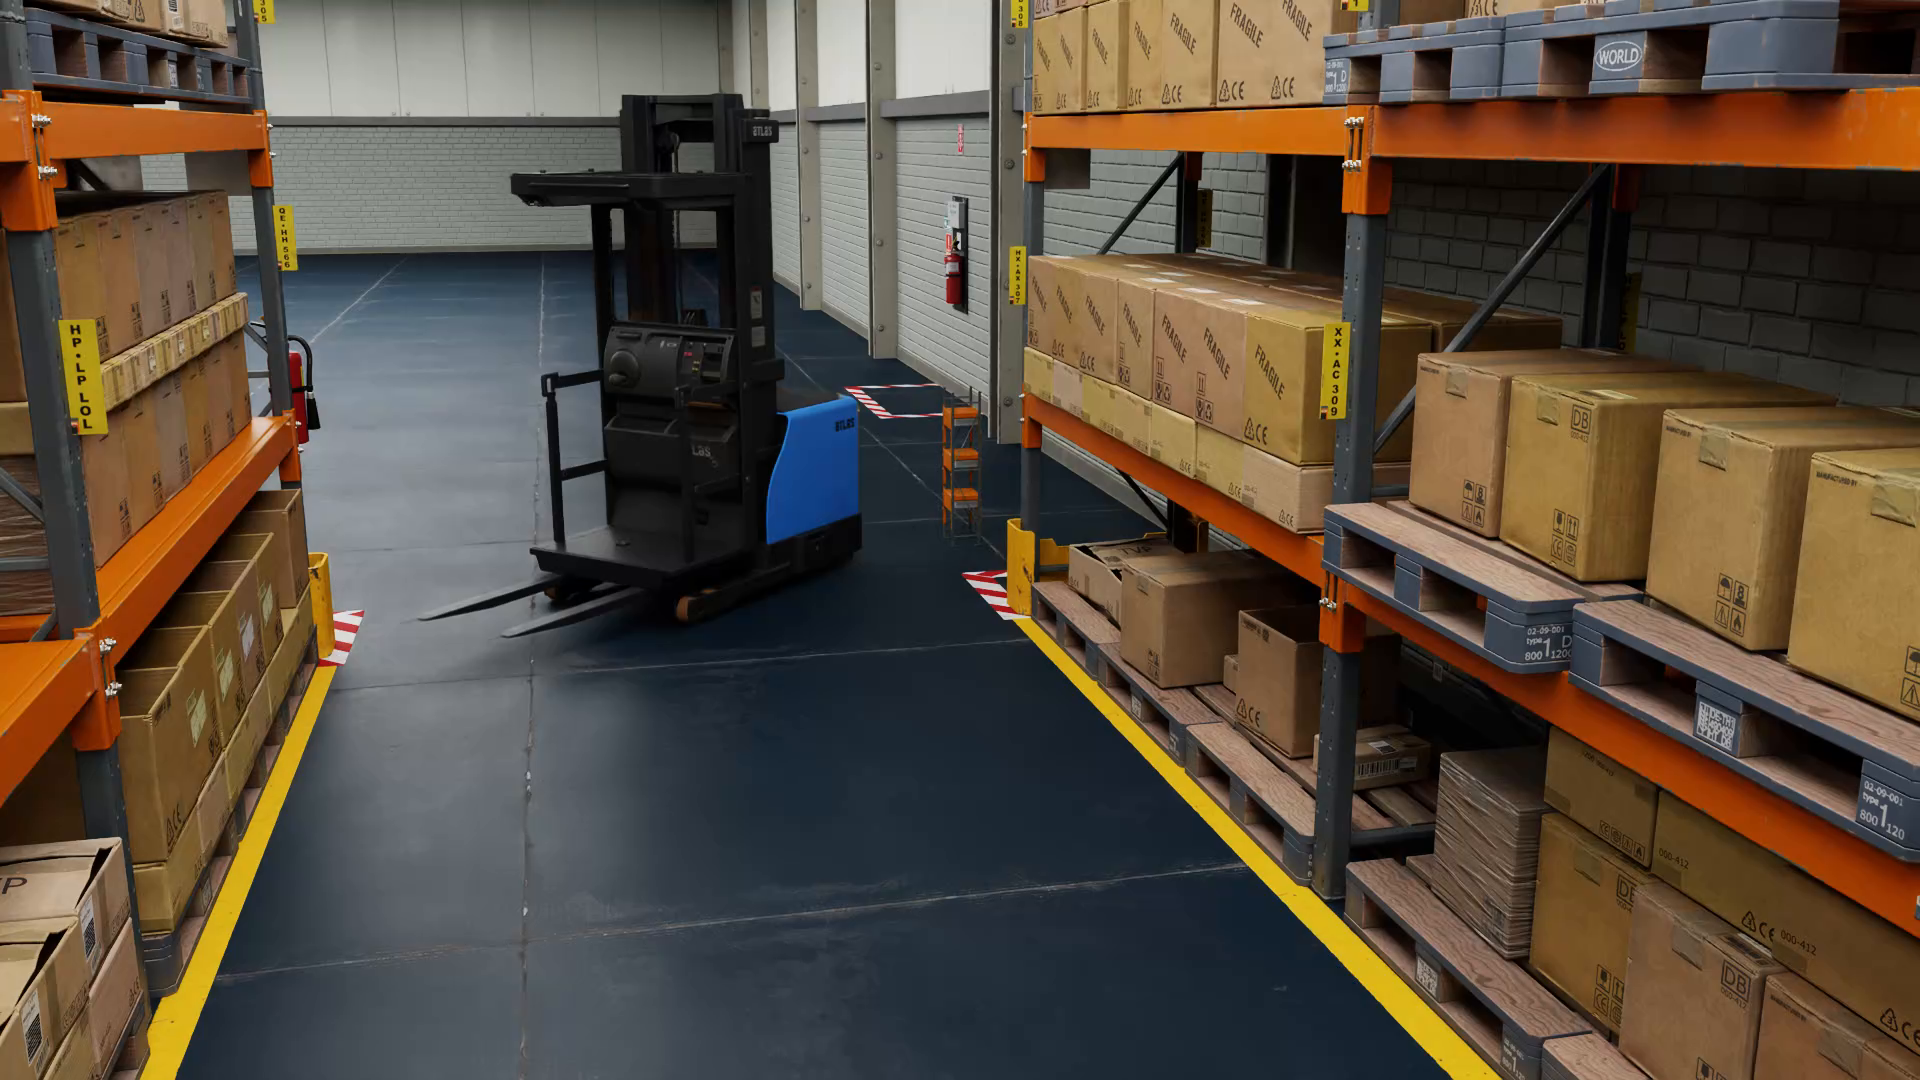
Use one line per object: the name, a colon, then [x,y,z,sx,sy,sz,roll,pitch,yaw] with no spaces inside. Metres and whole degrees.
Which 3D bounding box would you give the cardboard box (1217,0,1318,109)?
cardboard box: [1.331,-1.917,6.382,0.500,0.500,0.500,-5,14,-18]

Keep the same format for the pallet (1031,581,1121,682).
pallet: [1.031,0.457,9.113,1.003,0.211,1.213,-3,14,-13]

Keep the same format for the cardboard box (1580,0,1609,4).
cardboard box: [1.991,-1.527,4.340,0.500,0.311,0.500,-3,14,-11]

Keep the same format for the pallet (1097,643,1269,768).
pallet: [1.314,0.738,7.963,1.003,0.211,1.213,-3,14,-13]

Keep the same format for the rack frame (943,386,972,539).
rack frame: [-0.016,-0.526,11.367,0.200,1.050,0.008,-3,14,-13]

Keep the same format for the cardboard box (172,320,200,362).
cardboard box: [-3.377,-0.815,6.866,0.380,0.149,0.250,-3,14,-12]

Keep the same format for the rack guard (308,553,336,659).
rack guard: [-3.963,0.381,8.814,1.175,0.500,0.348,-3,14,-13]

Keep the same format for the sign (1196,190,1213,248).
sign: [1.401,-1.847,9.561,0.100,0.325,0.005,-3,14,-13]

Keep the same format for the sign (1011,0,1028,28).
sign: [0.329,-2.956,9.045,0.100,0.325,0.005,-3,14,-13]

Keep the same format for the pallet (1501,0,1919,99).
pallet: [2.084,-1.160,3.932,1.213,0.211,1.003,-3,14,-13]

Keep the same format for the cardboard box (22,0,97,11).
cardboard box: [-2.880,-1.814,4.819,0.500,0.500,0.500,-2,14,-9]

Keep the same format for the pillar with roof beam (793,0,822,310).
pillar with roof beam: [-6.550,-7.818,24.467,9.100,9.000,0.400,-3,14,-13]

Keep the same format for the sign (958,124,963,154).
sign: [0.004,-4.081,16.928,0.001,0.298,0.199,-3,14,-13]

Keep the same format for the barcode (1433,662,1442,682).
barcode: [1.902,0.525,6.623,0.001,0.075,0.075,-3,14,-13]

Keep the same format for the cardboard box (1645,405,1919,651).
cardboard box: [2.192,-0.045,4.155,0.700,0.500,0.500,-1,14,-5]

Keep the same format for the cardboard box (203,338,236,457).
cardboard box: [-3.732,-0.647,7.545,0.700,0.500,0.500,-3,14,-12]

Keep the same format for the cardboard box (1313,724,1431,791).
cardboard box: [1.641,0.859,6.634,0.380,0.166,0.250,-5,15,-21]

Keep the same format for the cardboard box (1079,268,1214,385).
cardboard box: [0.898,-1.045,8.077,0.500,0.500,0.500,-4,14,-15]

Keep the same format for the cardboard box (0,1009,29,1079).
cardboard box: [-2.401,1.267,3.649,0.500,0.311,0.500,-3,14,-13]

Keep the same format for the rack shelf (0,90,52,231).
rack shelf: [-2.549,-0.551,2.559,1.077,0.370,4.000,-3,14,-13]

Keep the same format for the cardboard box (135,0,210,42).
cardboard box: [-3.300,-2.134,6.531,0.500,0.311,0.500,-2,14,-7]

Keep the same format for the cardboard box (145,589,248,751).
cardboard box: [-3.058,0.507,6.359,0.500,0.500,0.500,-3,14,-13]

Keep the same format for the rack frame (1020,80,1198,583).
rack frame: [0.857,-1.105,9.629,1.000,3.000,0.127,-3,14,-13]

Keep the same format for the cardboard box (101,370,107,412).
cardboard box: [-3.014,-0.459,5.407,0.380,0.149,0.250,-4,14,-15]

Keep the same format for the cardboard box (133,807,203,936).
cardboard box: [-2.832,1.103,5.501,0.500,0.250,0.500,-3,14,-13]

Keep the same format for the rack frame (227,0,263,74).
rack frame: [-3.958,-3.742,7.783,1.000,3.000,0.127,-3,14,-13]

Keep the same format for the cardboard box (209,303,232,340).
cardboard box: [-3.560,-0.995,7.600,0.380,0.149,0.250,-3,14,-14]

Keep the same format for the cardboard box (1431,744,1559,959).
cardboard box: [1.985,0.987,5.405,0.700,0.500,0.500,-3,14,-11]

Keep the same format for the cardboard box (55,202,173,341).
cardboard box: [-3.482,-1.033,6.391,0.700,0.500,0.500,-3,14,-13]

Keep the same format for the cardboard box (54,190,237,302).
cardboard box: [-3.848,-1.386,7.835,0.700,0.500,0.500,-3,14,-13]

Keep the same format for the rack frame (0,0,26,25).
rack frame: [-3.018,-2.819,4.006,1.000,3.000,0.127,-3,14,-13]

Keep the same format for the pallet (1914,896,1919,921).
pallet: [2.465,0.676,2.746,1.213,0.211,1.003,-3,14,-13]

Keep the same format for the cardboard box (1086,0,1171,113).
cardboard box: [0.909,-2.284,7.881,0.500,0.500,0.500,-3,14,-11]

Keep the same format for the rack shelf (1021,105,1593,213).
rack shelf: [1.326,-1.751,7.469,1.077,0.370,4.000,-3,14,-13]

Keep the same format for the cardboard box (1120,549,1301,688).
cardboard box: [1.189,0.364,7.957,0.700,0.500,0.500,-4,14,-17]

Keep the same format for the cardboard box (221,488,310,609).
cardboard box: [-3.542,0.047,8.244,0.500,0.500,0.500,-3,14,-13]

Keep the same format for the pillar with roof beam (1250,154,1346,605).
pillar with roof beam: [-2.323,-3.666,7.471,9.100,9.000,0.400,-3,14,-13]

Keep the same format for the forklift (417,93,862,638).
forklift: [-1.822,-1.063,9.603,1.130,2.935,3.031,8,16,29]

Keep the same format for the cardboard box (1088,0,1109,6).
cardboard box: [0.911,-2.767,7.754,0.500,0.500,0.500,-3,14,-12]

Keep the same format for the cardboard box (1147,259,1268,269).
cardboard box: [1.283,-1.192,8.681,0.500,0.500,0.500,-3,14,-12]

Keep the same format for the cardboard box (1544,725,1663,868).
cardboard box: [2.092,0.725,4.901,0.500,0.250,0.500,-4,14,-14]

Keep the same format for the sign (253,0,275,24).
sign: [-3.427,-2.704,8.154,0.100,0.325,0.005,-3,14,-13]

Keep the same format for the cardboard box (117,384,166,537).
cardboard box: [-3.373,-0.293,6.095,0.700,0.500,0.500,-3,14,-12]

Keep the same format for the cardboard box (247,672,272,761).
cardboard box: [-3.181,0.757,6.919,0.500,0.250,0.500,-3,14,-13]

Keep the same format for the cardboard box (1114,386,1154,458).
cardboard box: [1.029,-0.558,7.664,0.500,0.250,0.500,-3,14,-13]

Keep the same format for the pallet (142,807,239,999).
pallet: [-3.164,1.264,5.809,1.003,0.211,1.213,-3,14,-13]

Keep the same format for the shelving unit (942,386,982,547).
shelving unit: [0.013,-0.498,11.252,0.215,1.050,0.252,-3,14,-13]

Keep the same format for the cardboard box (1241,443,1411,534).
cardboard box: [1.390,-0.211,6.245,0.500,0.250,0.500,-3,14,-13]

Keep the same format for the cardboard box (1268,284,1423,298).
cardboard box: [1.659,-0.838,7.231,0.500,0.500,0.500,-3,14,-12]

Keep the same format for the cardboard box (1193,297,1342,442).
cardboard box: [1.262,-0.690,6.624,0.500,0.500,0.500,-3,14,-14]

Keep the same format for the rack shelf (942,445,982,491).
rack shelf: [0.013,-0.487,11.254,0.215,0.259,0.240,-3,14,-13]

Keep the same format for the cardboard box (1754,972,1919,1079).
cardboard box: [2.363,1.340,3.963,0.700,0.500,0.500,-3,14,-13]

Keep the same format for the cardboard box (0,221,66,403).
cardboard box: [-3.129,-0.686,4.970,0.700,0.500,0.500,-3,14,-13]

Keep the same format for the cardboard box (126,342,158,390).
cardboard box: [-3.200,-0.639,6.143,0.380,0.149,0.250,-4,14,-15]

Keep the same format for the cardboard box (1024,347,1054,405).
cardboard box: [0.663,-0.911,9.111,0.500,0.250,0.500,-4,14,-15]

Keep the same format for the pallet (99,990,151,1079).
pallet: [-2.807,1.617,4.362,1.003,0.211,1.213,-3,14,-13]

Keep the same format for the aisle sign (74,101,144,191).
aisle sign: [-4.271,-2.089,8.179,0.394,0.787,0.004,-3,14,-13]

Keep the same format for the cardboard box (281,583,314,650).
cardboard box: [-3.544,0.411,8.332,0.500,0.250,0.500,-3,14,-13]
